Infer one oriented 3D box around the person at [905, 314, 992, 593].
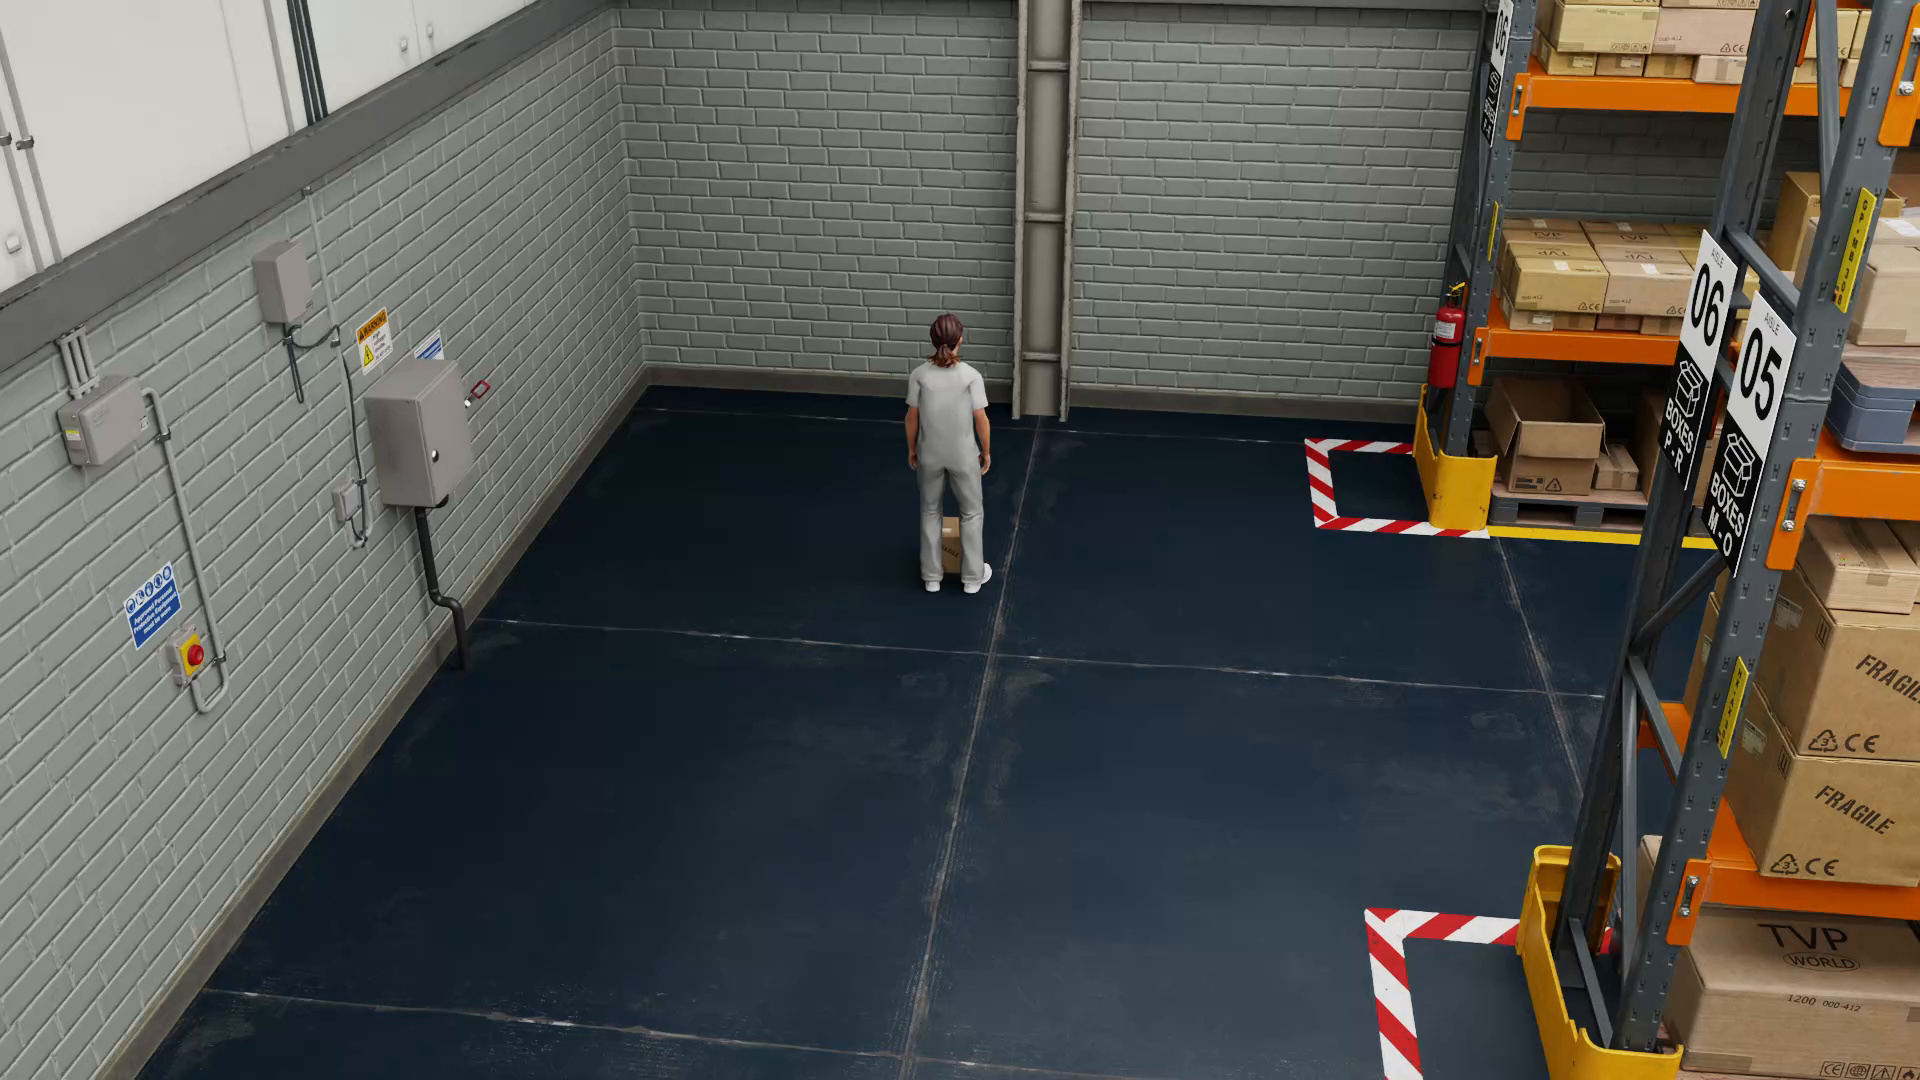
[{"bbox_3d":[-0.067,-0.470,9.511,0.486,1.652,0.357,4,29,7],"label":"person"}]
